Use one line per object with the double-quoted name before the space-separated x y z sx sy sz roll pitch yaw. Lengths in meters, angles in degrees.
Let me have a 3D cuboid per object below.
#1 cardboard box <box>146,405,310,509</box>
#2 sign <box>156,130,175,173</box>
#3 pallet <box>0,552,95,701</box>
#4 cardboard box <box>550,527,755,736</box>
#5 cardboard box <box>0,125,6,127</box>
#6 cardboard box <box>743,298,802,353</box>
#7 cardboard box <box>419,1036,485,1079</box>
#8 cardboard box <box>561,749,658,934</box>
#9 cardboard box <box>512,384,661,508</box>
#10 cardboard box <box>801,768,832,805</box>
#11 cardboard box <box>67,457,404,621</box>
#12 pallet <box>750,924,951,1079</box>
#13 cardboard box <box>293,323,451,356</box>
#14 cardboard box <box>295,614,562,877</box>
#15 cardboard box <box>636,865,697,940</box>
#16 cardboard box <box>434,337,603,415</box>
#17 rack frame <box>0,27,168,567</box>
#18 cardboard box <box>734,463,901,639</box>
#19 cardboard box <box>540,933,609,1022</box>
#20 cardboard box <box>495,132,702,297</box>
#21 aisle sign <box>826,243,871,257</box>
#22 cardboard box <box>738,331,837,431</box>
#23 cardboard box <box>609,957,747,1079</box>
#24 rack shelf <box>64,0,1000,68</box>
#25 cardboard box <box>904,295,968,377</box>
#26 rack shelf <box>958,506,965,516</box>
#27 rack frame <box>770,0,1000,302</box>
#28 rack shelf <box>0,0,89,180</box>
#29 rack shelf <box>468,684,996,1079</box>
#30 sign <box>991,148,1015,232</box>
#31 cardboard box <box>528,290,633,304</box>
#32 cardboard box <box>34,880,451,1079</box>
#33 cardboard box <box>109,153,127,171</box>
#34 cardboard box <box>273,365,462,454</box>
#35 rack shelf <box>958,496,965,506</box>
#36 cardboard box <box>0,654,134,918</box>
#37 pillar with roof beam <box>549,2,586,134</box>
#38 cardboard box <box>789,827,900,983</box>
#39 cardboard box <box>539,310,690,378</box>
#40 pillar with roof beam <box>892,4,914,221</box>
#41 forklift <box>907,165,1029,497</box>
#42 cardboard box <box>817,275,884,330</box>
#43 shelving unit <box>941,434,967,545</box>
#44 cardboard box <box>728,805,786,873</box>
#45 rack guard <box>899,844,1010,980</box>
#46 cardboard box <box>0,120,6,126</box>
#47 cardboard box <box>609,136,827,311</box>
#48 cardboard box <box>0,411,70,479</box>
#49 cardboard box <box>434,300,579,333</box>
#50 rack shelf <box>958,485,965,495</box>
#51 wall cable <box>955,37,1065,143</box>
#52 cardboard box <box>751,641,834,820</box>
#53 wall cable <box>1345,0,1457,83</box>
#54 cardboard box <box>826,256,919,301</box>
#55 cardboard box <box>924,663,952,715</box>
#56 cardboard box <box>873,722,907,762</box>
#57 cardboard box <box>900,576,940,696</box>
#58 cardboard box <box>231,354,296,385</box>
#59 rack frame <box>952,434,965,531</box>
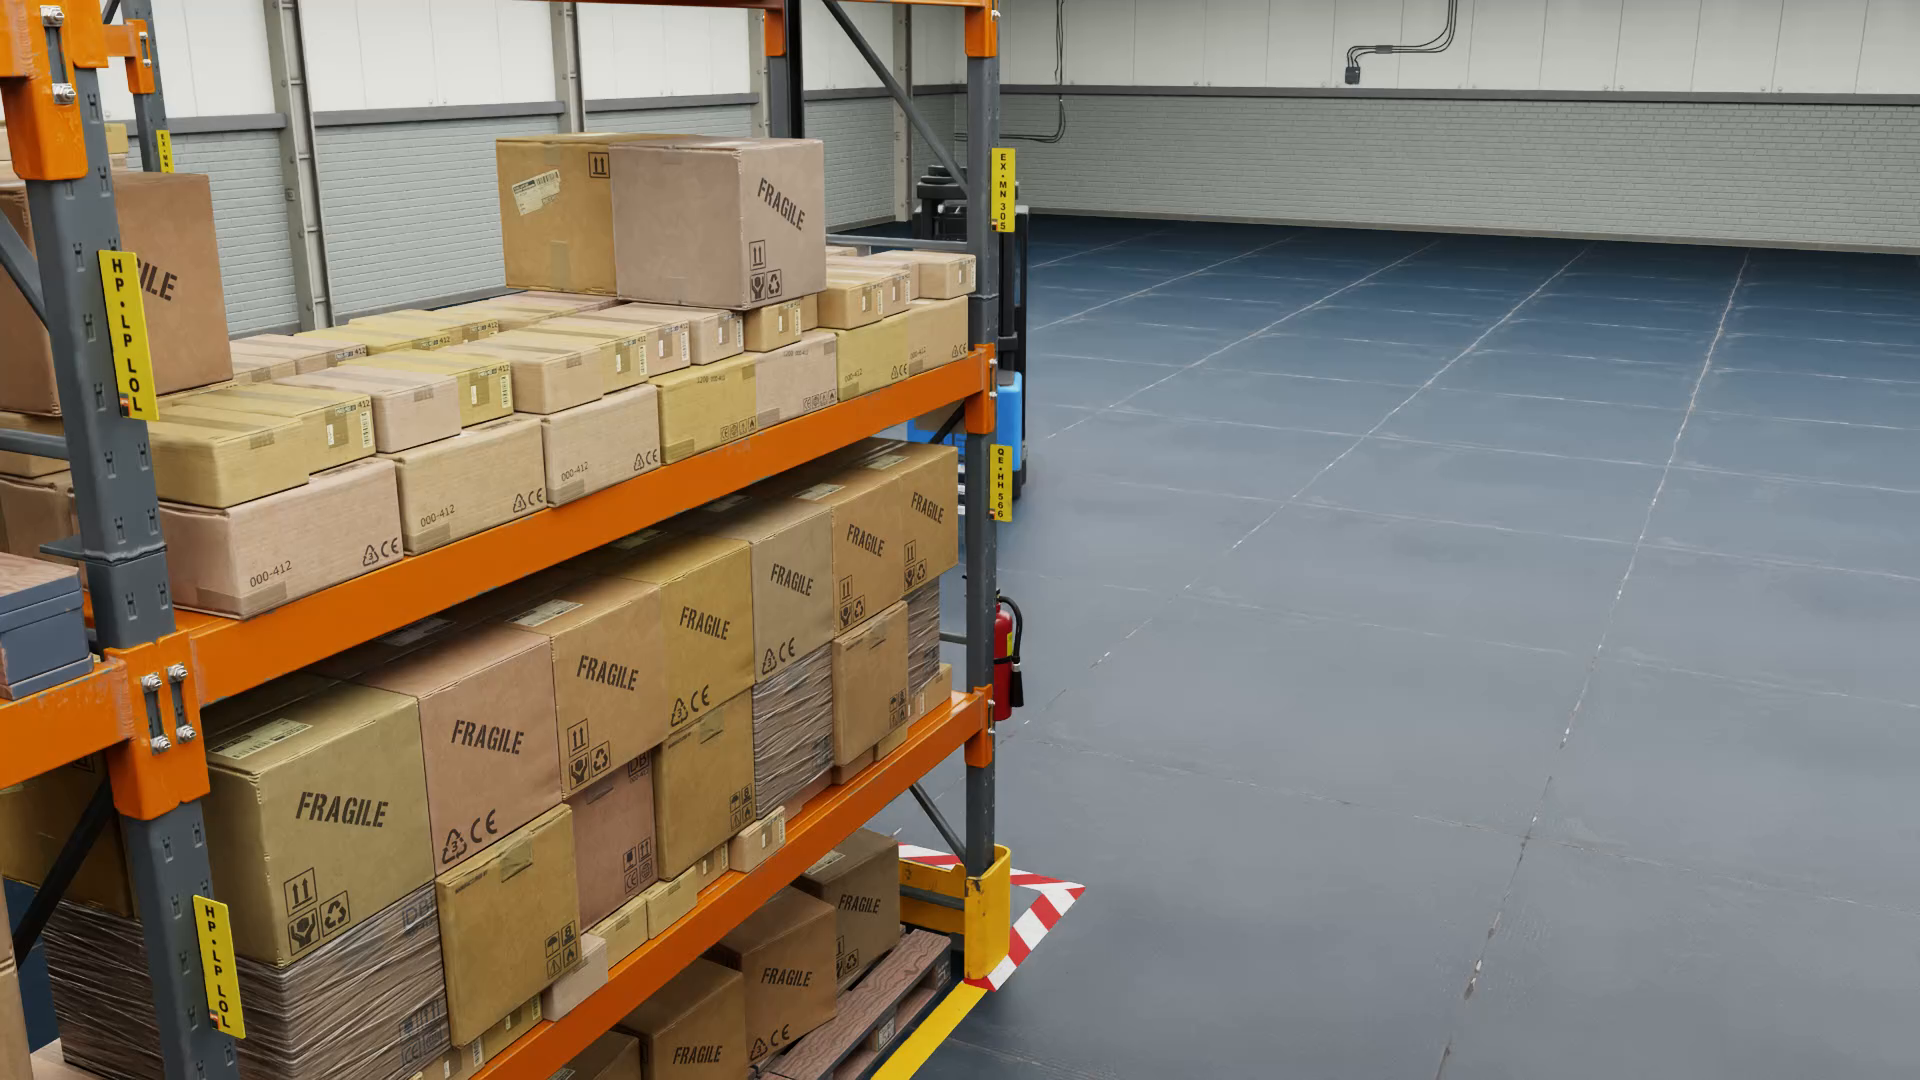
"cardboard box" -1.682 -0.189 3.687 0.380 0.149 0.250 8 18 24
"sign" -4.229 -2.016 8.858 0.100 0.325 0.005 8 18 25
"pallet" -2.474 0.208 3.119 1.213 0.211 1.003 8 18 25
"cardboard box" -1.015 0.276 5.372 0.500 0.500 0.500 8 18 25
"cardboard box" -4.668 -2.020 8.418 0.380 0.149 0.250 8 18 26
"cardboard box" -0.748 -0.723 5.486 0.380 0.149 0.250 7 18 23
"cardboard box" -1.528 1.387 4.529 0.380 0.149 0.250 8 18 25
"cardboard box" -1.458 0.851 5.191 0.875 0.500 0.500 8 18 25
"cardboard box" -1.209 -0.297 4.751 0.500 0.250 0.500 7 18 23
"cardboard box" -0.711 0.866 6.281 0.380 0.149 0.250 8 18 25
"cardboard box" -1.673 -0.036 3.873 0.500 0.250 0.500 7 18 23
"pallet" -0.744 1.951 7.083 1.003 0.211 1.213 8 18 25
"cardboard box" -1.699 -0.526 4.822 0.380 0.149 0.250 9 19 27
"cardboard box" -1.452 0.532 4.510 0.500 0.500 0.500 8 18 25
"cardboard box" -1.080 1.132 5.386 0.380 0.149 0.250 8 18 25
"cardboard box" -1.216 -0.456 4.588 0.380 0.149 0.250 8 18 24
"rack frame" -2.103 -1.464 3.149 1.000 3.000 0.127 8 18 25
"cardboard box" -0.559 0.023 6.225 0.500 0.500 0.500 8 18 25
"cardboard box" -1.276 1.263 4.944 0.380 0.149 0.250 8 18 25
"cardboard box" -1.221 -1.131 5.721 0.500 0.500 0.500 8 18 25
"aisle sign" -0.556 -0.907 7.245 0.394 0.787 0.004 8 18 25
"cardboard box" -0.761 -0.561 5.640 0.500 0.250 0.500 9 19 27
"cardboard box" -1.143 1.861 6.145 0.500 0.500 0.500 10 19 30
"rack shelf" -1.209 -1.627 4.967 1.077 0.370 4.000 8 18 25
"cardboard box" -0.304 -0.818 6.505 0.500 0.250 0.500 9 19 27
"rack shelf" -0.004 -0.225 13.950 0.258 0.077 0.200 8 18 25
"rack frame" -0.316 -2.483 6.579 1.000 3.000 0.127 8 18 25
"rack shelf" -2.997 -0.418 1.593 1.077 0.370 4.000 8 18 25
"rack shelf" -1.209 1.247 5.820 1.077 0.370 4.000 8 18 25
"sign" 0.172 -1.394 6.625 0.100 0.325 0.005 8 18 25
"cardboard box" -1.257 -0.796 5.733 0.380 0.149 0.250 7 18 23
"cardboard box" -1.847 1.115 4.306 0.875 0.500 0.500 8 18 25
"cardboard box" -4.676 -1.861 8.583 0.500 0.250 0.500 8 18 26
"cardboard box" -1.483 -0.332 4.169 0.380 0.149 0.250 8 18 26
"rack shelf" -0.004 -0.311 13.924 0.258 0.077 0.200 8 18 25
"cardboard box" -2.148 0.592 4.308 0.500 0.500 0.500 8 18 25
"pillar with roof beam" -2.847 -8.349 26.328 9.100 9.000 0.400 8 18 25
"cardboard box" -0.610 1.547 7.201 0.500 0.500 0.500 12 20 36
"cardboard box" -1.049 -0.596 5.057 0.380 0.149 0.250 9 19 27
"pillar with roof beam" 2.516 -11.405 36.619 9.100 9.000 0.400 8 18 25
"forklift" 0.108 -2.160 16.151 1.130 2.935 3.031 1 17 3
"cardboard box" -0.497 -0.852 5.919 0.380 0.149 0.250 8 18 26
"shelving unit" -0.004 -0.429 13.889 0.258 0.900 0.210 8 18 25
"cardboard box" -0.835 1.008 5.805 0.380 0.149 0.250 8 18 25
"rack guard" -0.350 1.611 7.724 1.175 0.500 0.348 8 18 25
"cardboard box" -5.142 -2.168 8.916 0.380 0.149 0.250 8 18 26
"cardboard box" -0.782 -1.048 5.441 0.500 0.500 0.500 8 18 25
"cardboard box" -2.216 -0.265 3.943 0.380 0.149 0.250 9 19 27
"cardboard box" -1.433 -0.659 5.269 0.380 0.149 0.250 7 18 23
"rack shelf" -0.004 -0.397 13.899 0.258 0.077 0.200 8 18 25
"wall cable" 1.164 -11.047 40.865 3.097 2.526 0.112 8 18 25
"cardboard box" -0.964 0.604 6.026 0.875 0.500 0.500 8 18 25
"wall cable" 9.650 -12.954 35.859 2.305 6.003 0.169 8 18 25
"cardboard box" -0.382 -1.002 6.426 0.380 0.149 0.250 7 18 24
"cardboard box" -0.258 0.612 7.136 0.380 0.149 0.250 8 18 25
"cardboard box" -0.436 0.746 6.685 0.380 0.149 0.250 8 18 25
"cardboard box" -0.586 0.339 6.917 0.875 0.500 0.500 8 18 25
"cardboard box" -1.980 -0.396 4.385 0.380 0.149 0.250 7 18 23
"rack frame" 0.042 -0.455 13.976 0.240 0.900 0.006 8 18 25
